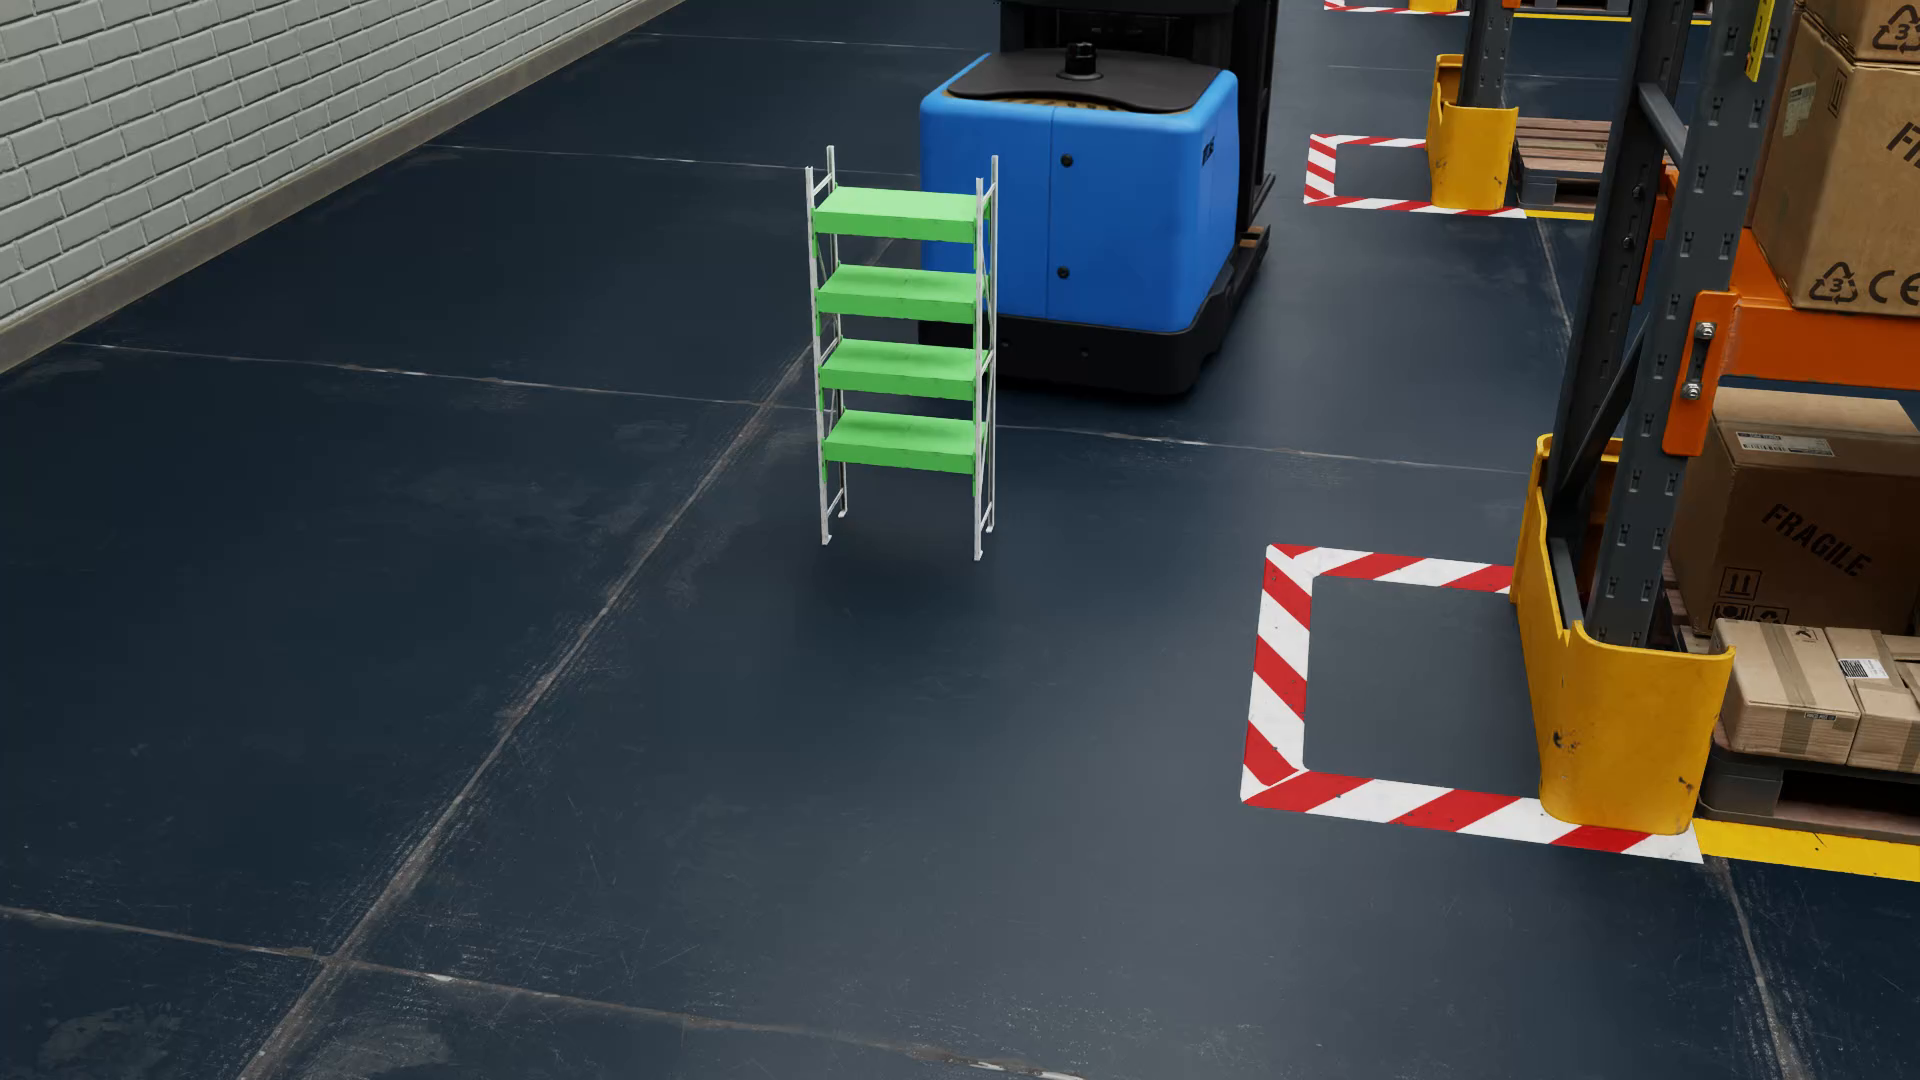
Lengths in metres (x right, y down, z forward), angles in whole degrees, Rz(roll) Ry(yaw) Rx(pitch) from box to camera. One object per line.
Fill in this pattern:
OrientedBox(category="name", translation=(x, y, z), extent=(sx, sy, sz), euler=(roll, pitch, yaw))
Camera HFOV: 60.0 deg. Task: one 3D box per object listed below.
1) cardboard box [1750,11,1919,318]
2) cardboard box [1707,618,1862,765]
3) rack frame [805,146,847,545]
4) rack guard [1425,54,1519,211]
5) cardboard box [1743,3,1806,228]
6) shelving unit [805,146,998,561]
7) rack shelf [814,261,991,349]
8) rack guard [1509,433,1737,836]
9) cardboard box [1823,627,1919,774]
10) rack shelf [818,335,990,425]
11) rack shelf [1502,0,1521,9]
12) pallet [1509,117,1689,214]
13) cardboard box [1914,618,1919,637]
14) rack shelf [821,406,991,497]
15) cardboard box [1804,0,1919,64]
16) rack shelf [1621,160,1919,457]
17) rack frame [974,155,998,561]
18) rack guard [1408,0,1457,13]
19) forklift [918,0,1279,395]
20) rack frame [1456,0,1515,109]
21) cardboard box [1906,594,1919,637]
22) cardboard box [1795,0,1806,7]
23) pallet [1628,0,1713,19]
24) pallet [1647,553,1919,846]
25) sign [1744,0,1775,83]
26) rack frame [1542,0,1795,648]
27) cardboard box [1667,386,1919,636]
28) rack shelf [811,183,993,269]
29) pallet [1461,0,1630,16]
OrientedBox(category="cardboard box", translation=(2.004, -0.780, 3.447), extent=(0.500, 0.500, 0.500), euler=(6, 29, 12))
OrientedBox(category="cardboard box", translation=(1.963, 0.356, 3.986), extent=(0.250, 0.149, 0.380), euler=(6, 29, 11))
OrientedBox(category="rack frame", translation=(-0.400, -0.567, 5.037), extent=(0.015, 1.200, 0.240), euler=(6, 29, 11))
OrientedBox(category="rack guard", translation=(2.637, -2.130, 8.620), extent=(0.348, 0.500, 1.175), euler=(6, 29, 11))
OrientedBox(category="cardboard box", translation=(2.120, -1.031, 3.906), extent=(0.500, 0.500, 0.500), euler=(7, 29, 12))
OrientedBox(category="shelving unit", translation=(-0.162, -0.543, 4.992), extent=(0.503, 1.200, 0.258), euler=(6, 29, 11))
OrientedBox(category="rack shelf", translation=(-0.162, -0.697, 4.908), extent=(0.480, 0.148, 0.258), euler=(6, 29, 11))
OrientedBox(category="rack guard", translation=(1.699, 0.200, 4.365), extent=(0.348, 0.500, 1.175), euler=(6, 29, 11))
OrientedBox(category="cardboard box", translation=(2.207, 0.374, 3.936), extent=(0.250, 0.166, 0.380), euler=(6, 29, 11))
OrientedBox(category="rack shelf", translation=(-0.162, -0.487, 5.023), extent=(0.480, 0.148, 0.258), euler=(6, 29, 11))
OrientedBox(category="rack shelf", translation=(4.619, -2.714, 7.833), extent=(4.000, 0.370, 1.077), euler=(6, 29, 11))
OrientedBox(category="pallet", translation=(3.461, -1.906, 8.512), extent=(1.213, 0.211, 1.003), euler=(6, 29, 11))
OrientedBox(category="cardboard box", translation=(2.586, 0.346, 3.899), extent=(0.500, 0.250, 0.500), euler=(6, 29, 11))
OrientedBox(category="rack shelf", translation=(-0.162, -0.276, 5.138), extent=(0.480, 0.148, 0.258), euler=(6, 29, 11))
OrientedBox(category="cardboard box", translation=(2.004, -1.219, 3.207), extent=(0.500, 0.500, 0.500), euler=(7, 29, 12))
OrientedBox(category="rack shelf", translation=(3.581, -0.388, 3.585), extent=(4.000, 0.370, 1.077), euler=(6, 29, 11))
OrientedBox(category="rack frame", translation=(0.077, -0.518, 4.948), extent=(0.015, 1.200, 0.240), euler=(6, 29, 11))
OrientedBox(category="rack guard", translation=(3.674, -4.462, 12.880), extent=(0.348, 0.500, 1.175), euler=(6, 29, 11))
OrientedBox(category="forklift", translation=(0.775, -2.505, 6.774), extent=(1.130, 2.935, 3.031), euler=(9, 30, 15))
OrientedBox(category="rack frame", translation=(2.663, -3.230, 8.027), extent=(0.127, 3.000, 1.000), euler=(6, 29, 11))
OrientedBox(category="cardboard box", translation=(2.585, 0.167, 4.314), extent=(0.250, 0.166, 0.380), euler=(6, 29, 11))
OrientedBox(category="cardboard box", translation=(2.118, -1.471, 3.669), extent=(0.500, 0.500, 0.500), euler=(6, 29, 10))
OrientedBox(category="pallet", translation=(5.685, -4.166, 12.641), extent=(1.213, 0.211, 1.003), euler=(6, 29, 11))
OrientedBox(category="pallet", translation=(2.479, 0.406, 4.289), extent=(1.213, 0.211, 1.003), euler=(6, 29, 11))
OrientedBox(category="sign", translation=(1.512, -1.029, 3.105), extent=(0.005, 0.325, 0.100), euler=(6, 29, 11))
OrientedBox(category="rack frame", translation=(1.625, -0.904, 3.779), extent=(0.127, 3.000, 1.000), euler=(6, 29, 11))
OrientedBox(category="cardboard box", translation=(2.208, -0.062, 4.385), extent=(0.500, 0.500, 0.500), euler=(6, 29, 11))
OrientedBox(category="rack shelf", translation=(-0.162, -0.908, 4.792), extent=(0.480, 0.148, 0.258), euler=(6, 29, 11))
OrientedBox(category="pallet", translation=(4.496, -4.290, 12.866), extent=(1.213, 0.211, 1.003), euler=(6, 29, 11))
